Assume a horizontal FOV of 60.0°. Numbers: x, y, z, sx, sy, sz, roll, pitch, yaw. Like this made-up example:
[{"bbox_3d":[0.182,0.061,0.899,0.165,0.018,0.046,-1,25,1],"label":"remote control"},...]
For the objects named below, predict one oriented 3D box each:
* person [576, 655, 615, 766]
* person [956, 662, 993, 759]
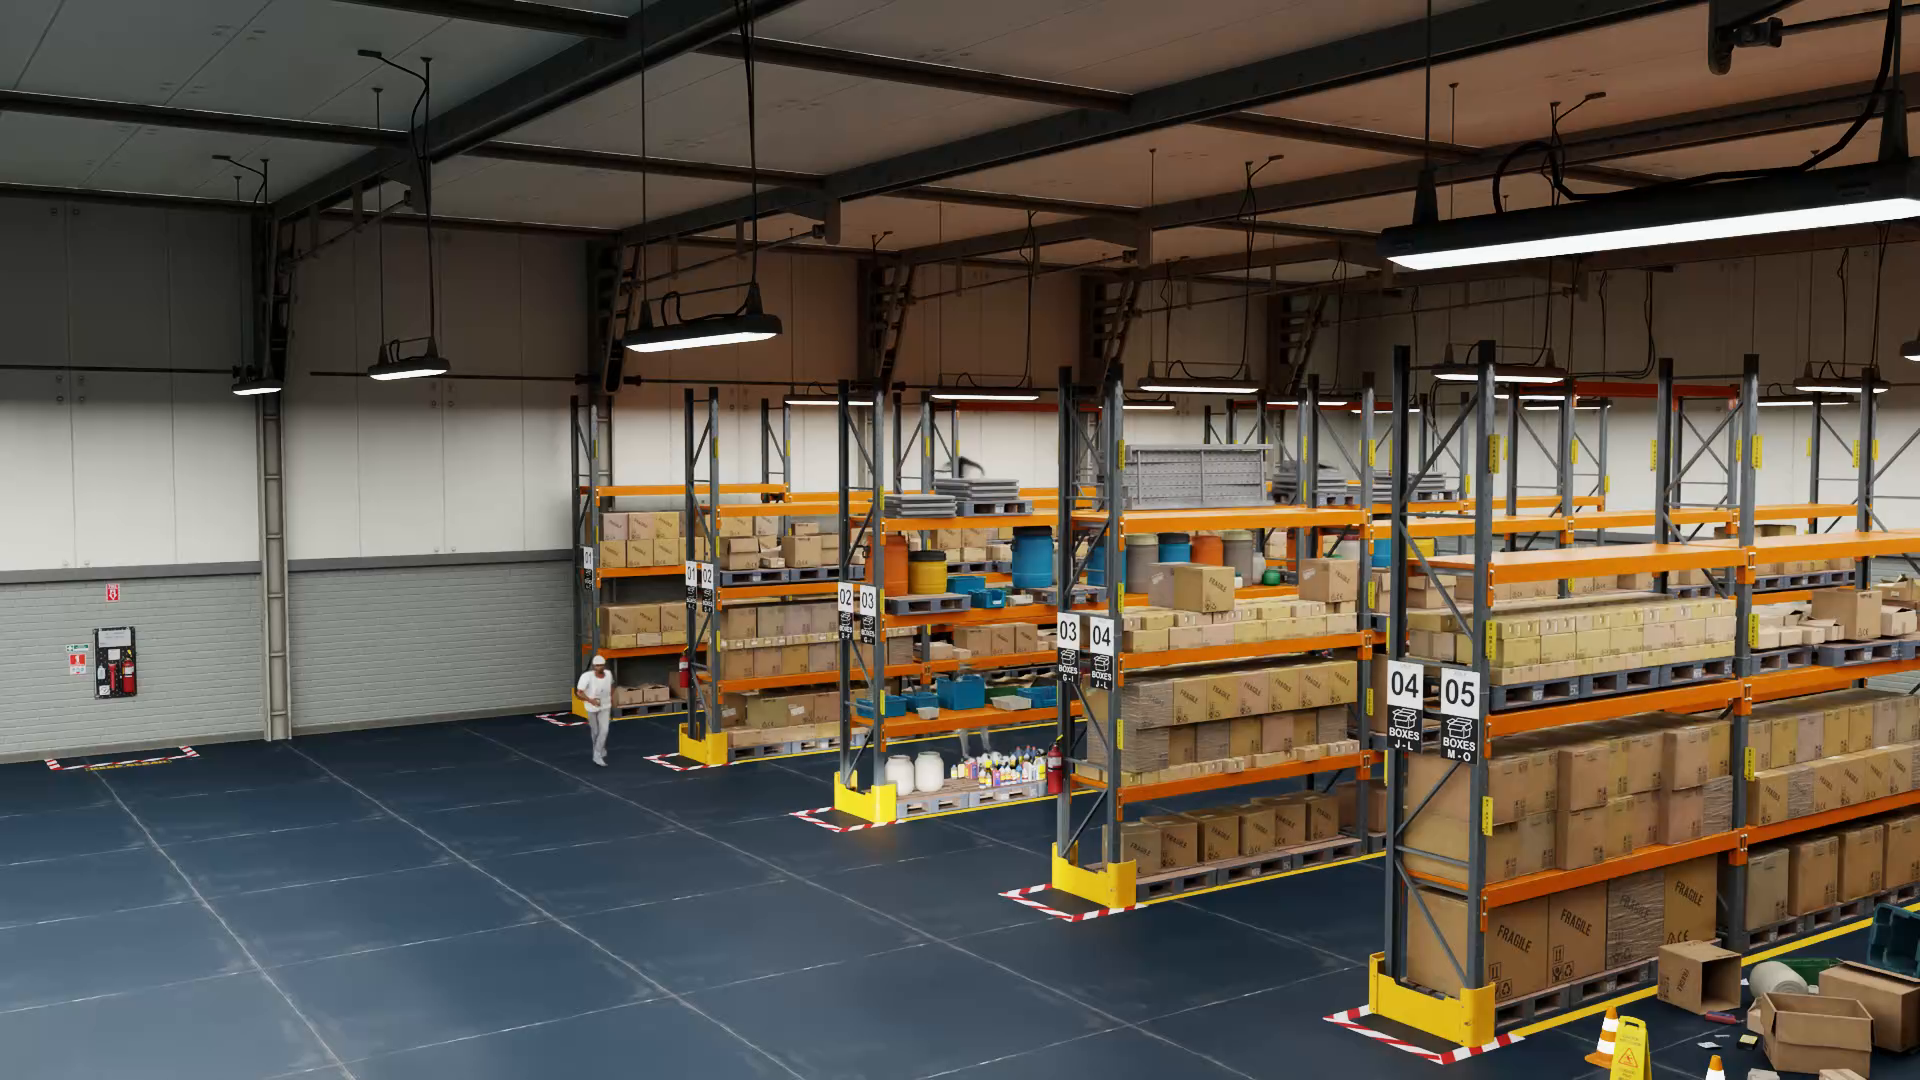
[{"bbox_3d":[-5.835,2.693,26.620,0.654,1.745,0.833,-1,4,-22],"label":"person"},{"bbox_3d":[0.208,2.780,26.993,0.628,1.644,0.811,0,3,8],"label":"person"}]
